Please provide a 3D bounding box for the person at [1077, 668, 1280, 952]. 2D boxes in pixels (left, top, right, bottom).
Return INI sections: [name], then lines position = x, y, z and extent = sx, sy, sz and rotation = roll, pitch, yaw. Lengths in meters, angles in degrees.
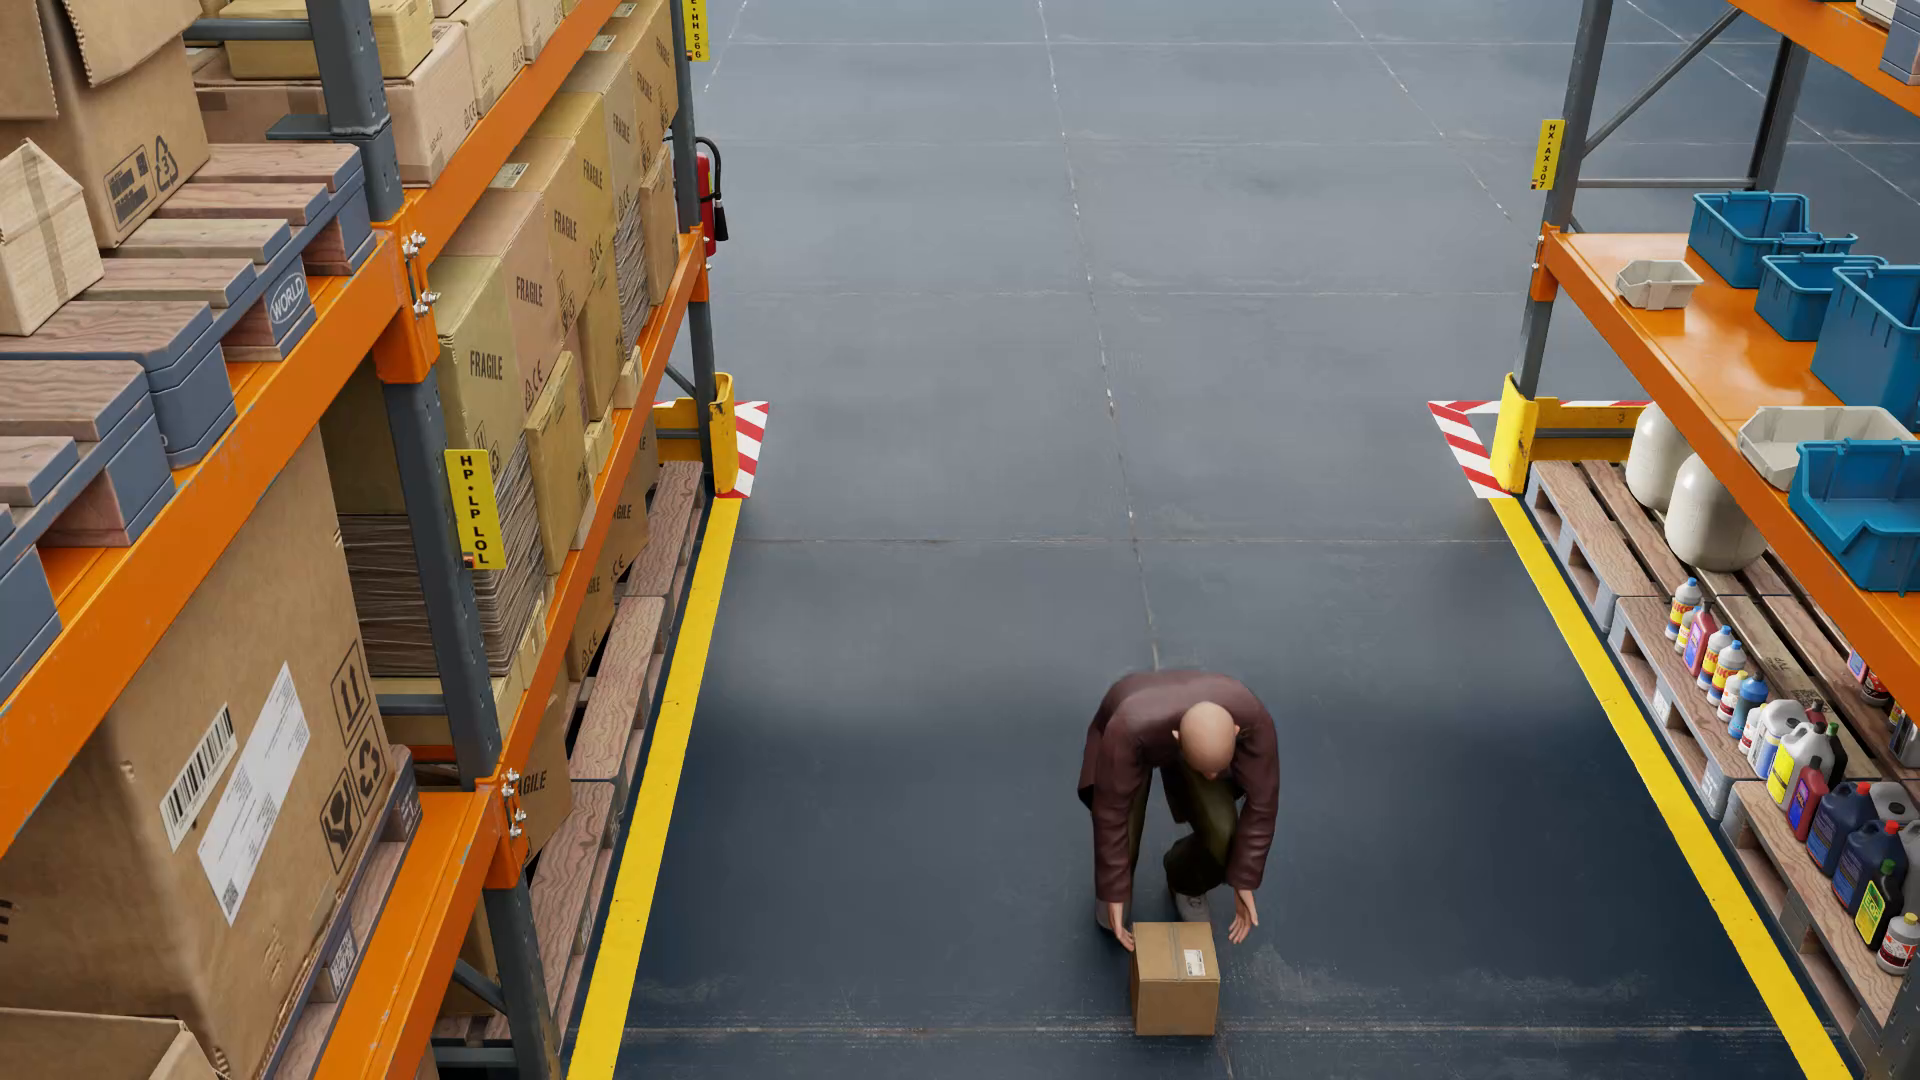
[person]
position = 0.695, 0.822, 5.431
extent = 0.620, 1.114, 0.852
rotation = 0, 31, 0
